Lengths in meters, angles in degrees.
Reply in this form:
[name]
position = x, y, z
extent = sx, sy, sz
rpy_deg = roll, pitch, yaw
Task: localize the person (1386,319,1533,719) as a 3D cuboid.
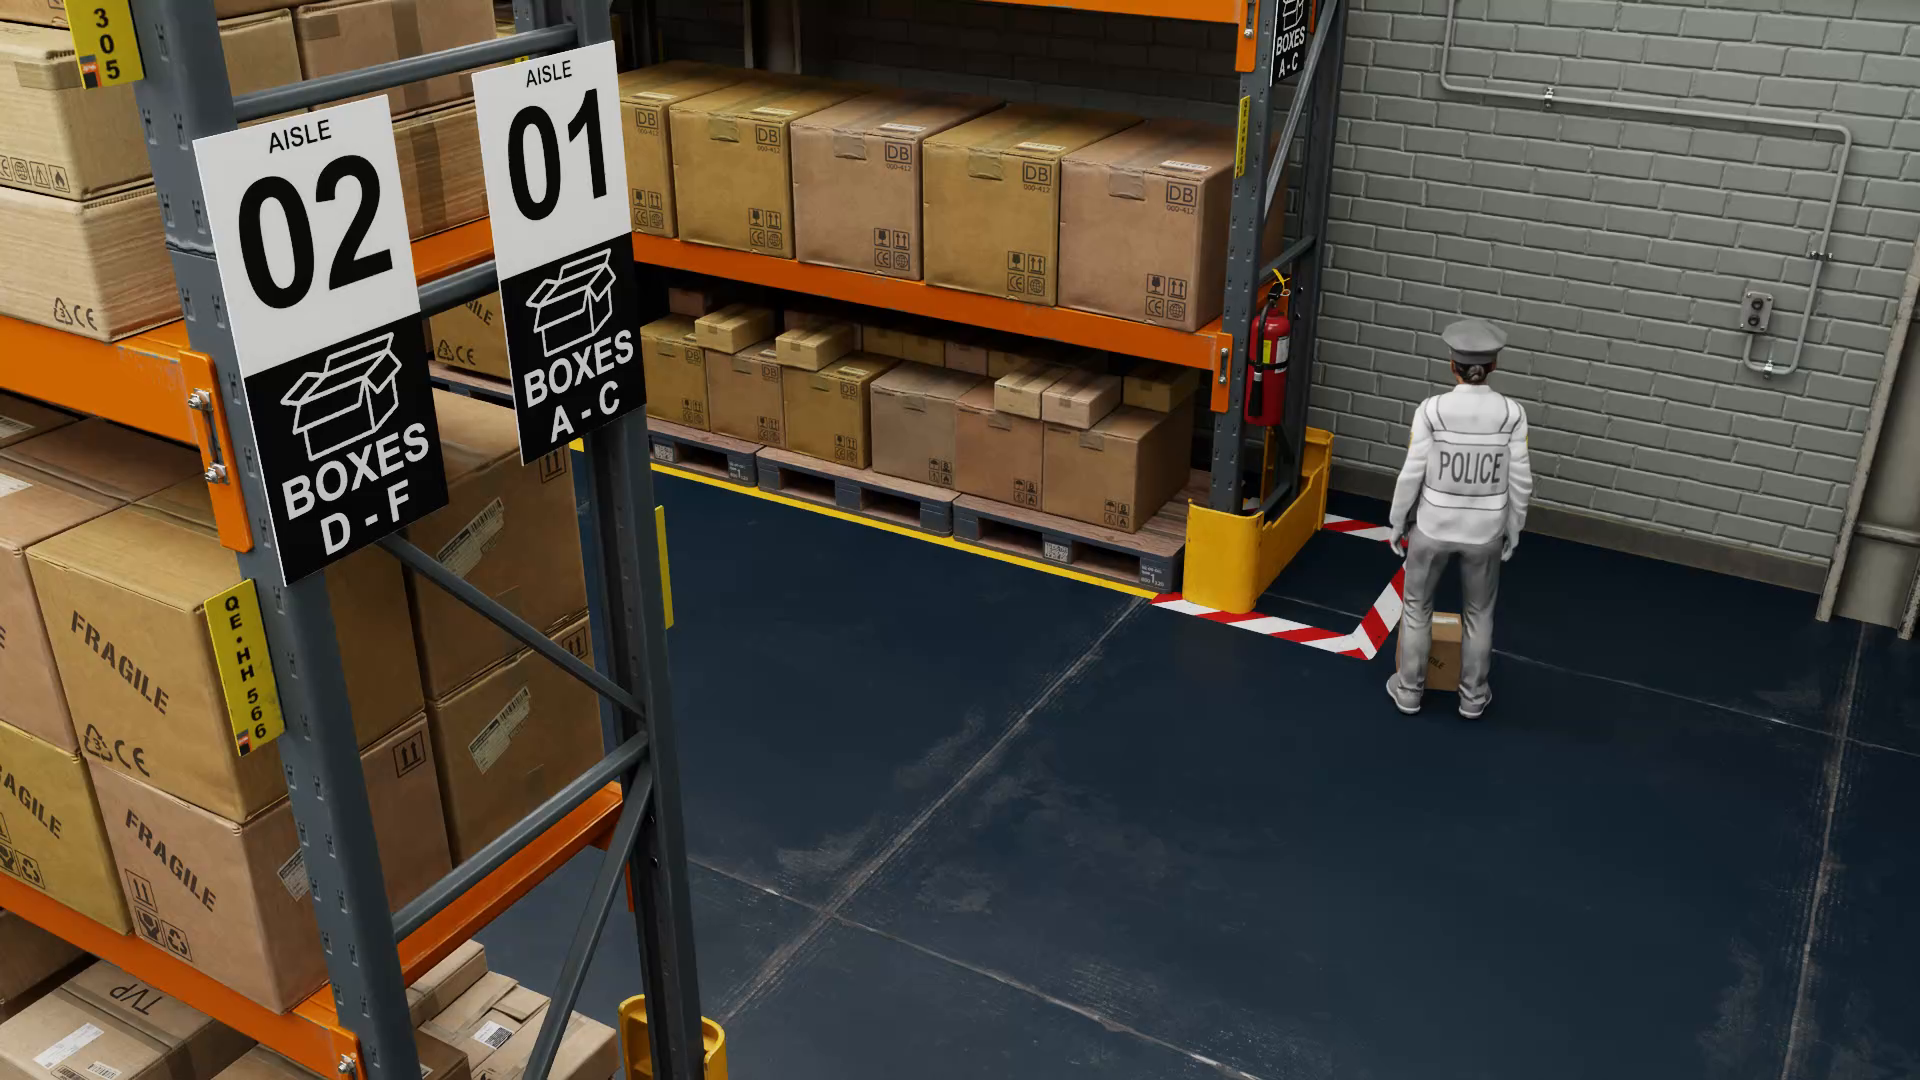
[person]
position = 1.998, -0.045, 6.703
extent = 0.533, 1.661, 0.375
rpy_deg = 4, 27, 8
